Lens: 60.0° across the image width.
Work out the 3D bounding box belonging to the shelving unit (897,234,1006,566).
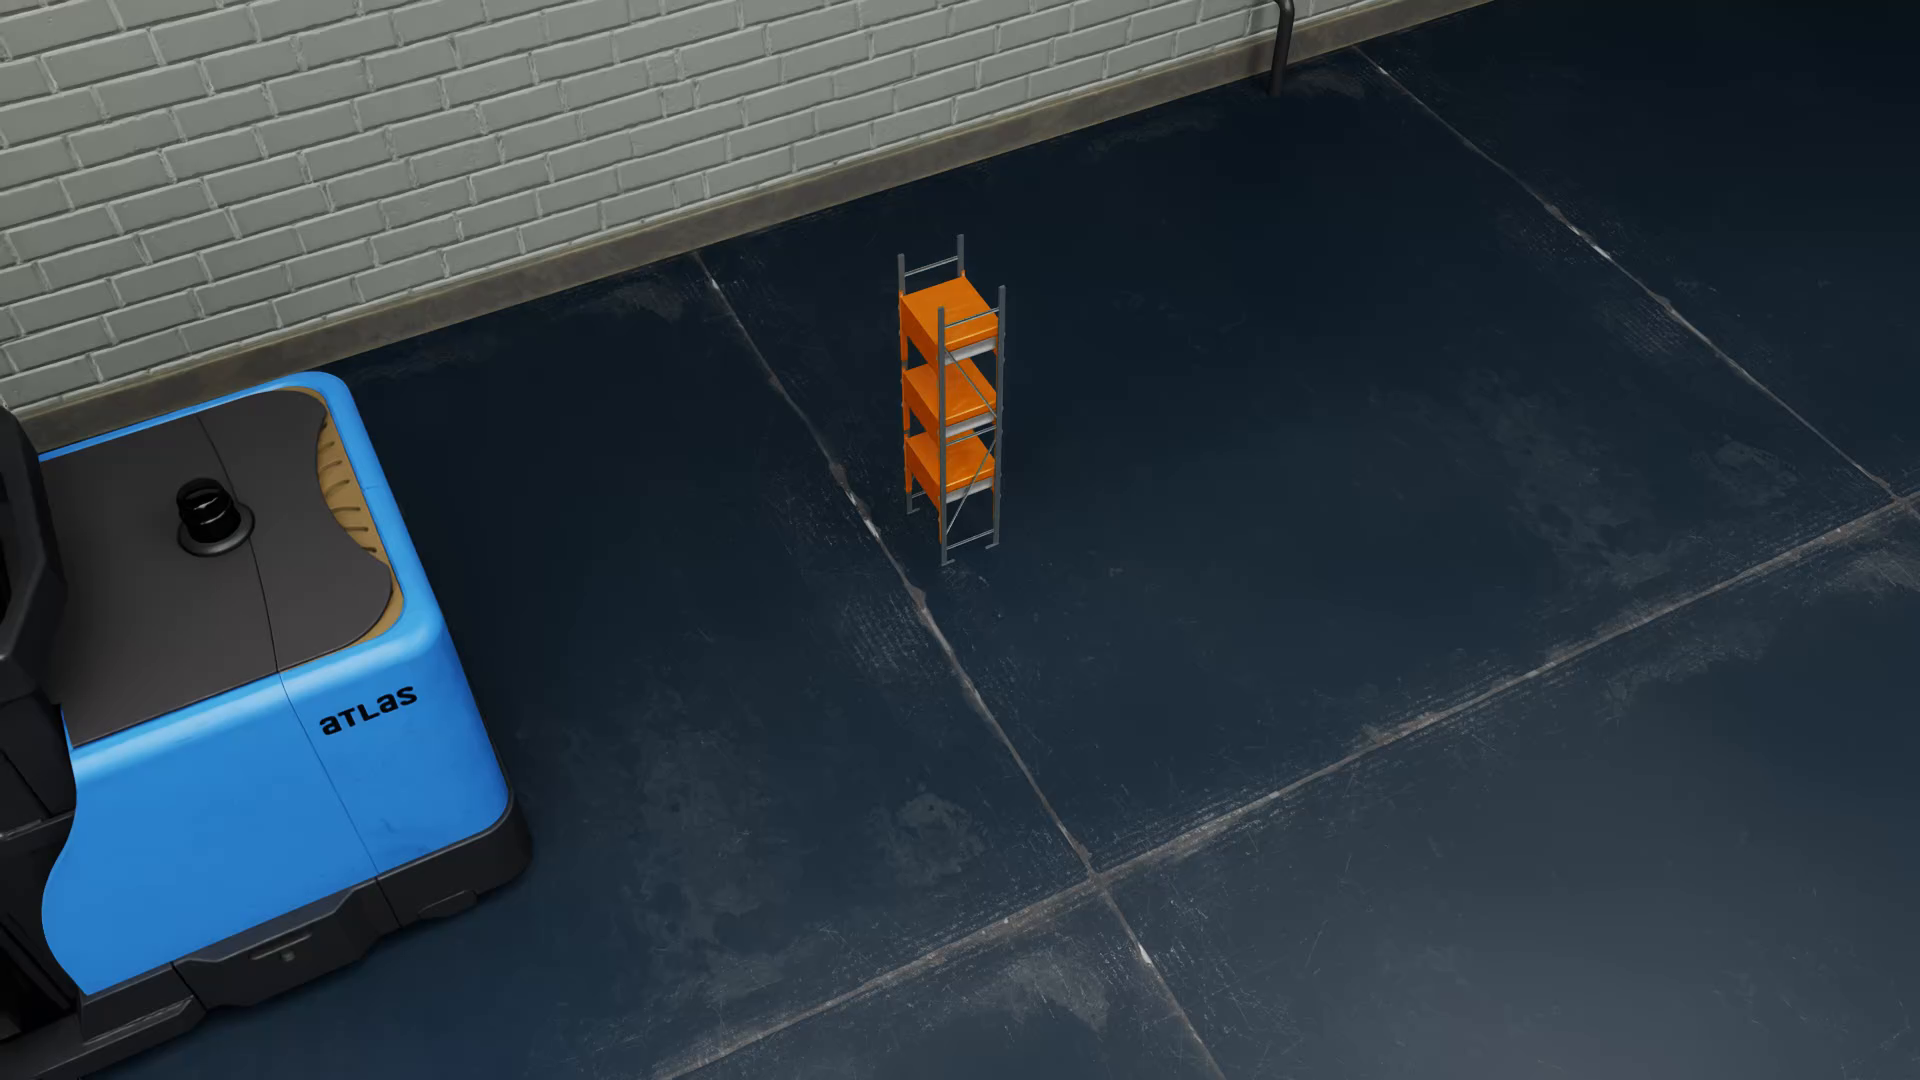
[{"bbox_3d":[-0.024,-0.381,4.886,0.215,1.050,0.252,-21,52,-18],"label":"shelving unit"}]

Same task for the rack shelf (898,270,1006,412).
[{"bbox_3d":[-0.024,-0.561,4.681,0.215,0.259,0.240,-21,52,-18],"label":"rack shelf"}]

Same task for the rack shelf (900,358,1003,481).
[{"bbox_3d":[-0.024,-0.374,4.894,0.215,0.259,0.240,-21,52,-18],"label":"rack shelf"}]

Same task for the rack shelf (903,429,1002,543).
[{"bbox_3d":[-0.024,-0.192,5.103,0.215,0.259,0.240,-21,52,-18],"label":"rack shelf"}]

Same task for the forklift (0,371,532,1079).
[{"bbox_3d":[-2.688,0.130,3.189,3.031,2.935,1.130,-22,52,-18],"label":"forklift"}]

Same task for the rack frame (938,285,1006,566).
[{"bbox_3d":[0.031,-0.300,4.815,0.200,1.050,0.008,-21,52,-18],"label":"rack frame"}]

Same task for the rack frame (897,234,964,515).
[{"bbox_3d":[-0.080,-0.463,4.958,0.200,1.050,0.008,-21,52,-18],"label":"rack frame"}]

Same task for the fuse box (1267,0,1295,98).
[{"bbox_3d":[1.333,-2.395,6.208,0.539,1.711,0.414,-21,52,-18],"label":"fuse box"}]
